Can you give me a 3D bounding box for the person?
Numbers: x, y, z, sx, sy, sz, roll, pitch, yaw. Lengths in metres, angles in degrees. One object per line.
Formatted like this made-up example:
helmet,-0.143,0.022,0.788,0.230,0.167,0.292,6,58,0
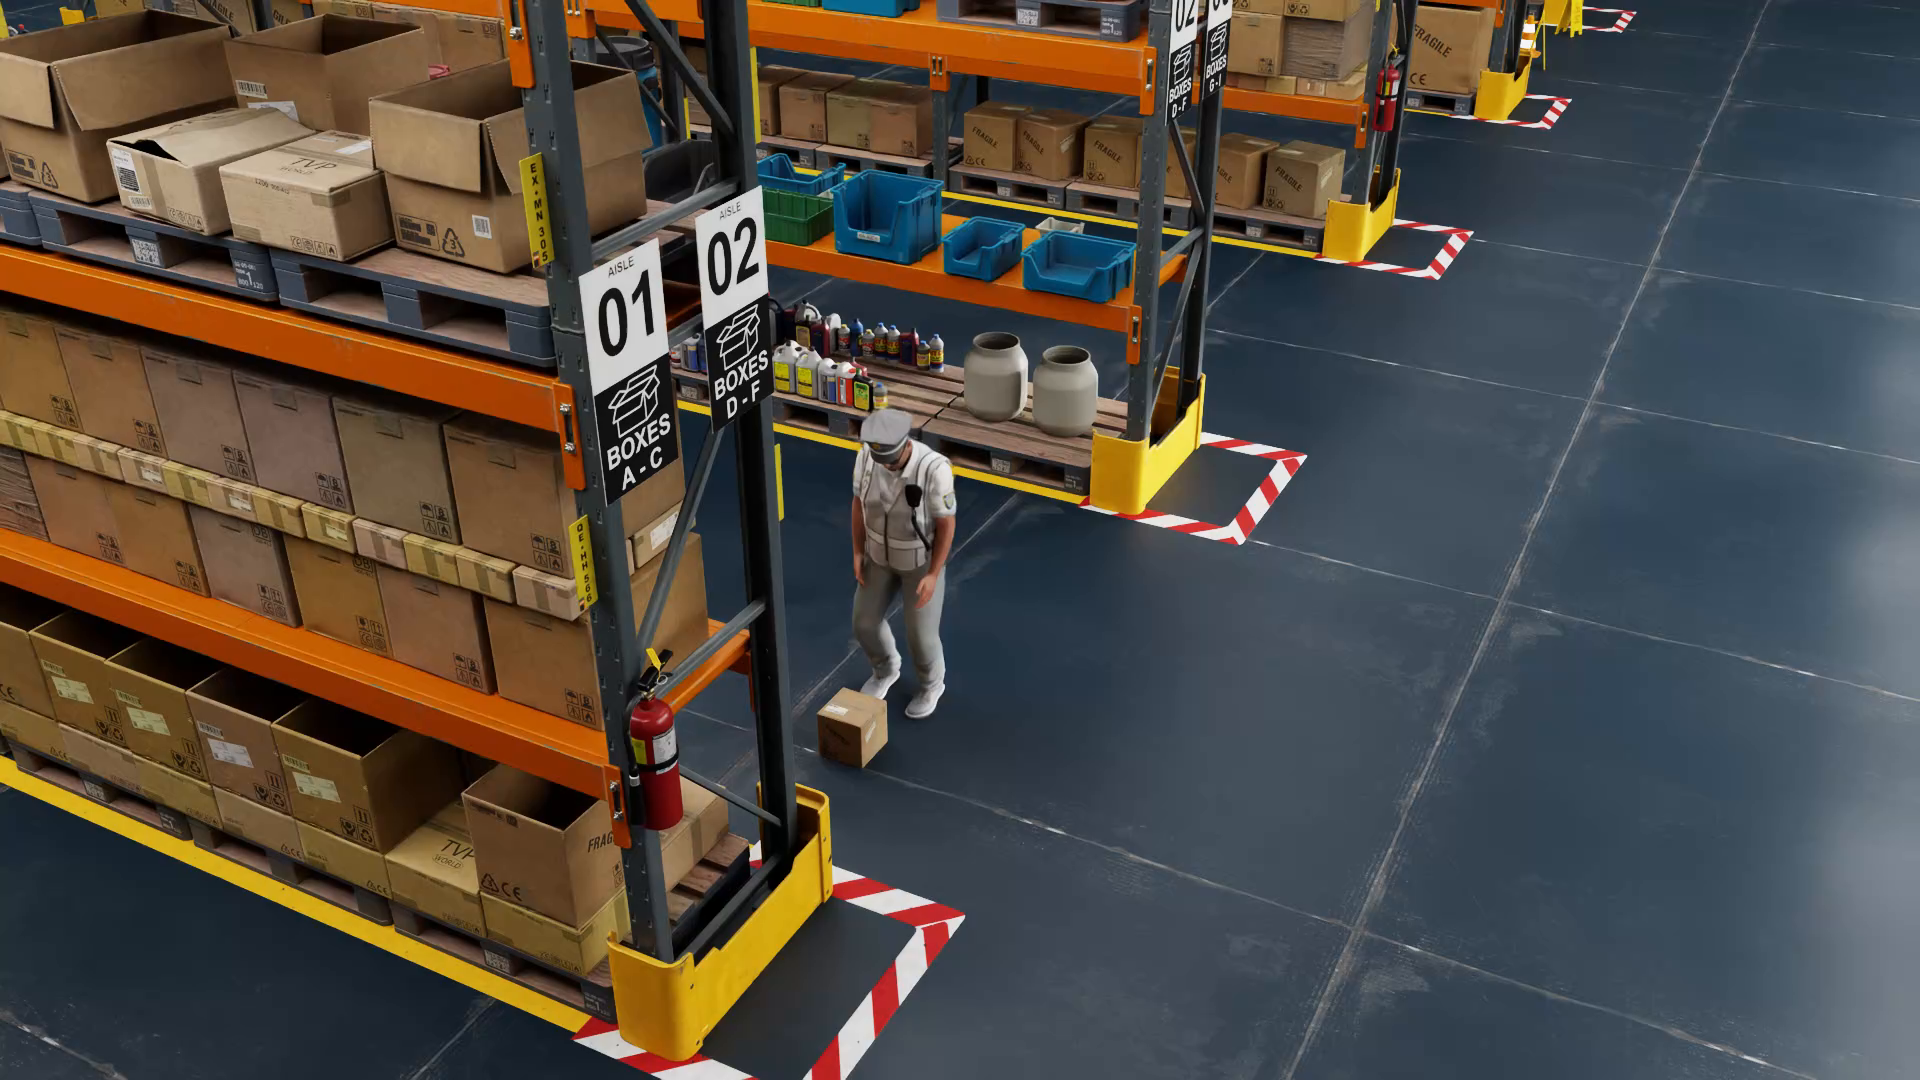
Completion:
person,-0.274,0.100,8.200,0.564,1.678,0.539,15,33,25
